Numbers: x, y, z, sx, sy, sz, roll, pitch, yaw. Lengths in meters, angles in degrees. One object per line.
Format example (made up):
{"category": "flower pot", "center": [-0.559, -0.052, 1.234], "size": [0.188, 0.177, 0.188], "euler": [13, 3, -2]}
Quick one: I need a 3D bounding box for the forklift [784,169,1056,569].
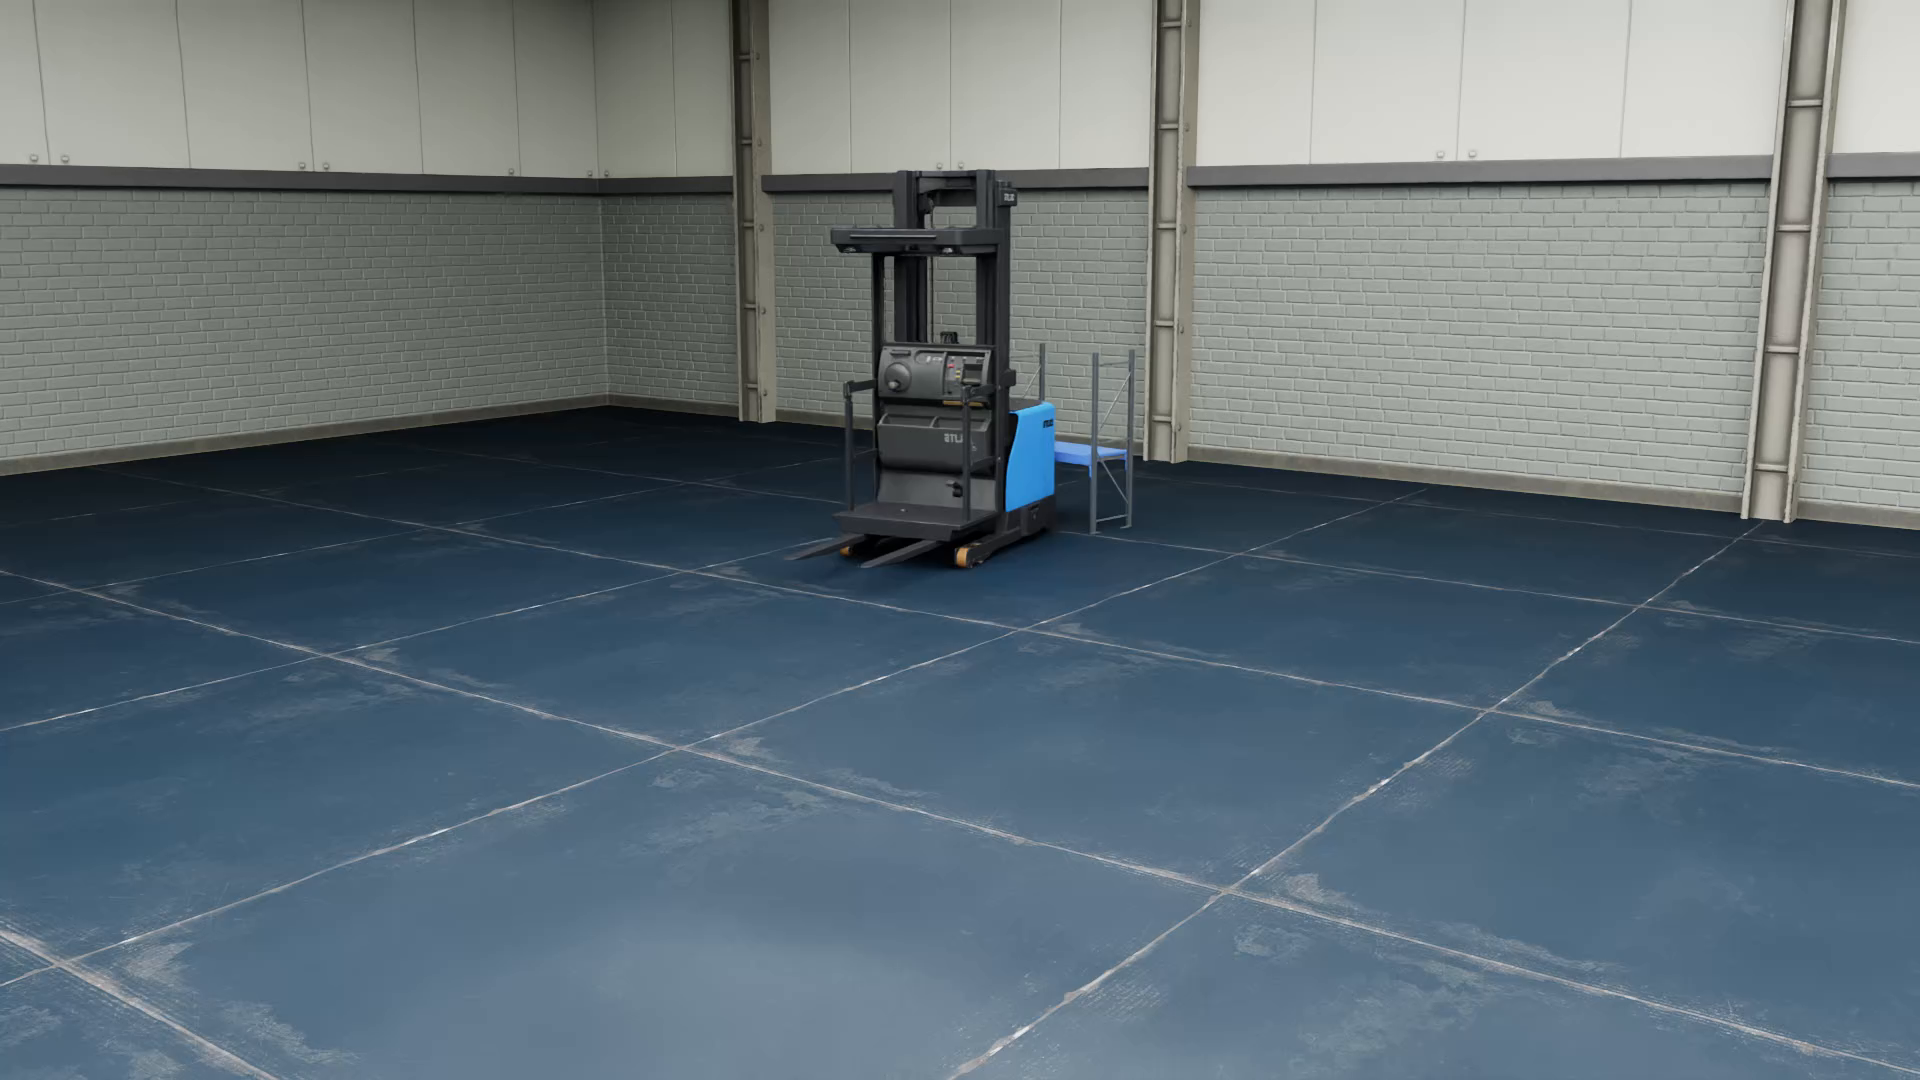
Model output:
{"category": "forklift", "center": [-0.286, -1.317, 12.618], "size": [1.130, 2.935, 3.031], "euler": [5, 12, 25]}

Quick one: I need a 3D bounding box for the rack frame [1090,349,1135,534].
{"category": "rack frame", "center": [1.266, -0.817, 13.806], "size": [0.500, 1.500, 0.032], "euler": [-10, 15, -43]}

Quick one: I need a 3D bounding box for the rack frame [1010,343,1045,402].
{"category": "rack frame", "center": [0.556, -0.956, 14.520], "size": [0.500, 1.500, 0.032], "euler": [-10, 15, -43]}

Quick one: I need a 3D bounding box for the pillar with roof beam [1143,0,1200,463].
{"category": "pillar with roof beam", "center": [-0.322, -4.626, 13.748], "size": [0.400, 9.000, 9.100], "euler": [8, 13, 36]}

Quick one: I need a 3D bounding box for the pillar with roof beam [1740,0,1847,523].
{"category": "pillar with roof beam", "center": [4.514, -3.951, 10.261], "size": [0.400, 9.000, 9.100], "euler": [8, 13, 36]}

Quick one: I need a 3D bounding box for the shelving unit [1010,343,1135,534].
{"category": "shelving unit", "center": [0.911, -0.886, 14.163], "size": [0.538, 1.500, 1.048], "euler": [-10, 15, -43]}

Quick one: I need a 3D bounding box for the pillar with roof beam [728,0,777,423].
{"category": "pillar with roof beam", "center": [-5.158, -5.300, 17.234], "size": [0.400, 9.000, 9.100], "euler": [8, 13, 36]}

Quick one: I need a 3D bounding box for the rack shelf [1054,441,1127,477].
{"category": "rack shelf", "center": [0.911, -0.710, 14.197], "size": [0.538, 0.185, 1.000], "euler": [-10, 15, -43]}
